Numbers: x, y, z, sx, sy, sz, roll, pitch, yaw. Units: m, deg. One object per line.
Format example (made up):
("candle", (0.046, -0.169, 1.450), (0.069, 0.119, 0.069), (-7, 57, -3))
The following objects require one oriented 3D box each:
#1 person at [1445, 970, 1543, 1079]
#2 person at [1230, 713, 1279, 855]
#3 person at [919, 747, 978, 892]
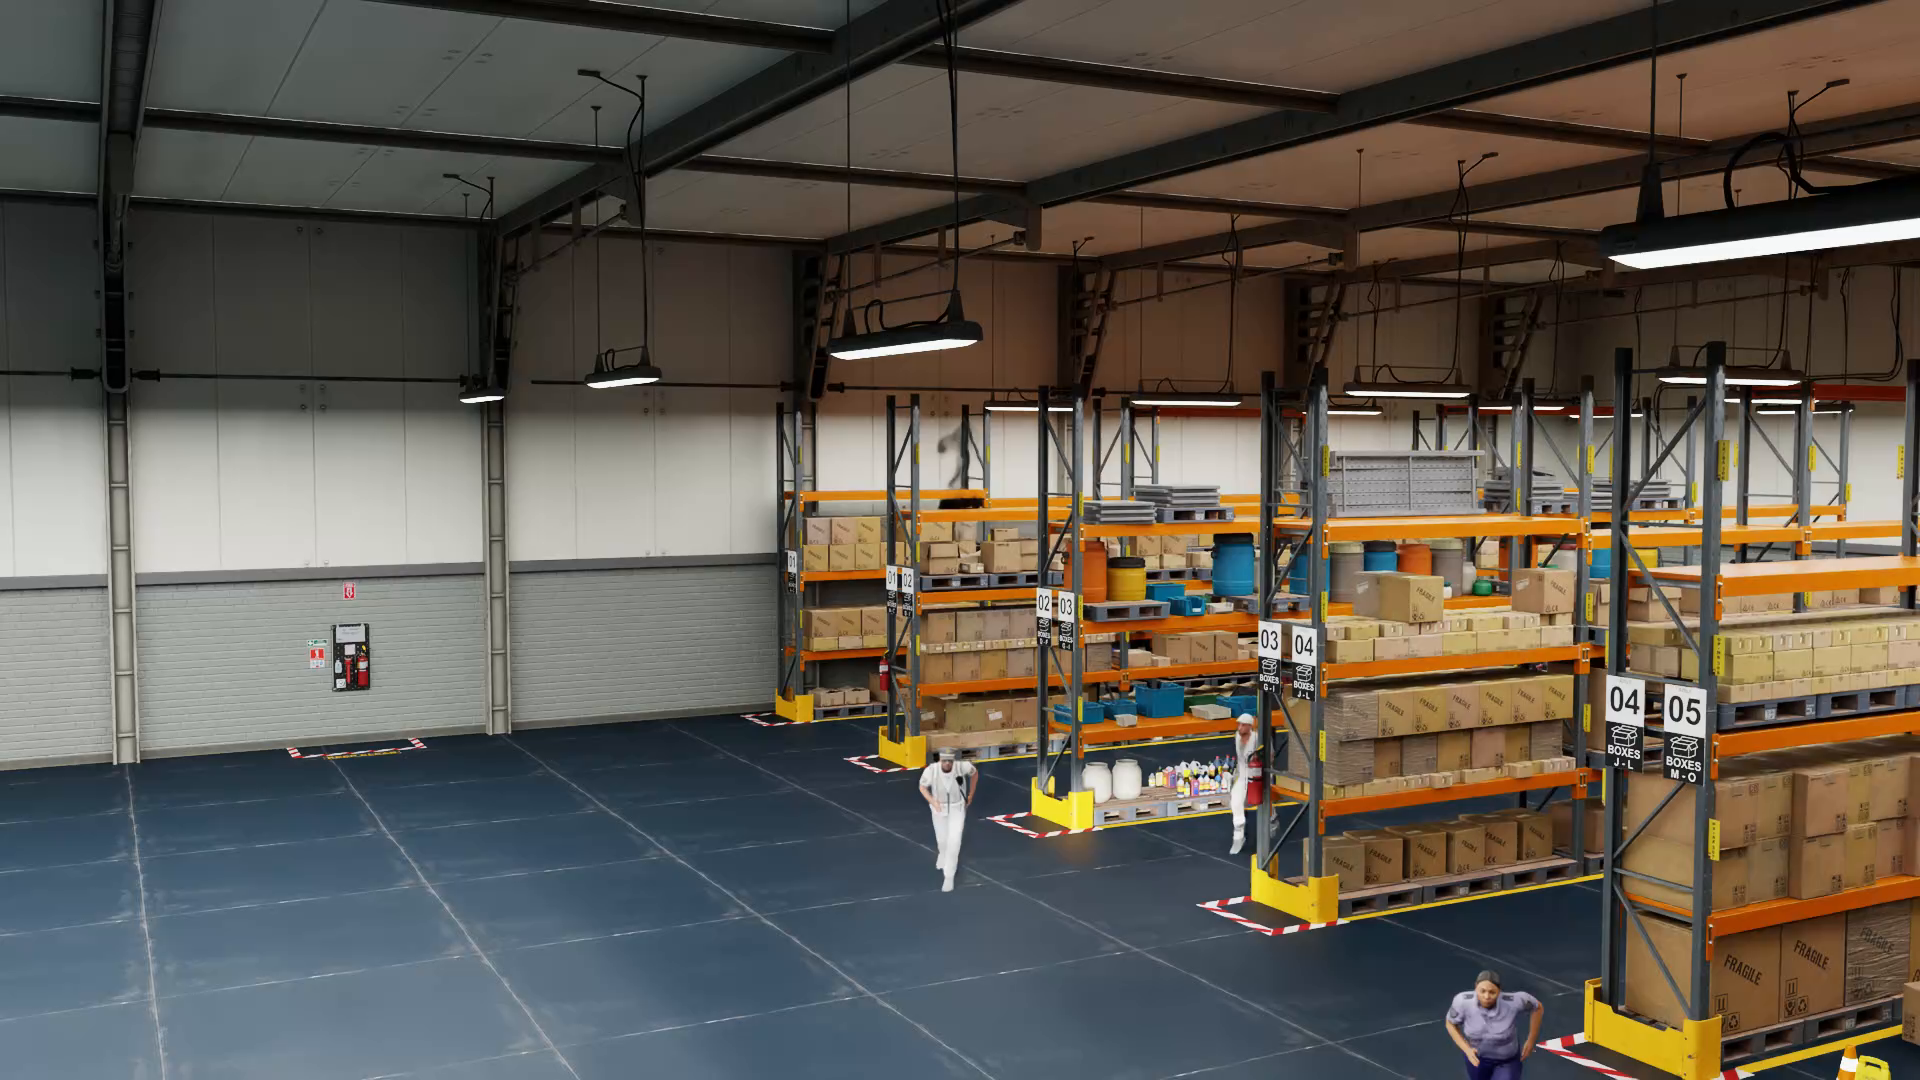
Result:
("person", (3.790, 3.741, 11.806), (0.648, 1.613, 0.962), (1, 3, 21))
("person", (3.805, 3.086, 21.325), (0.653, 1.794, 0.990), (3, 4, 40))
("person", (-0.141, 3.237, 19.755), (0.703, 1.720, 1.025), (0, 3, -3))
